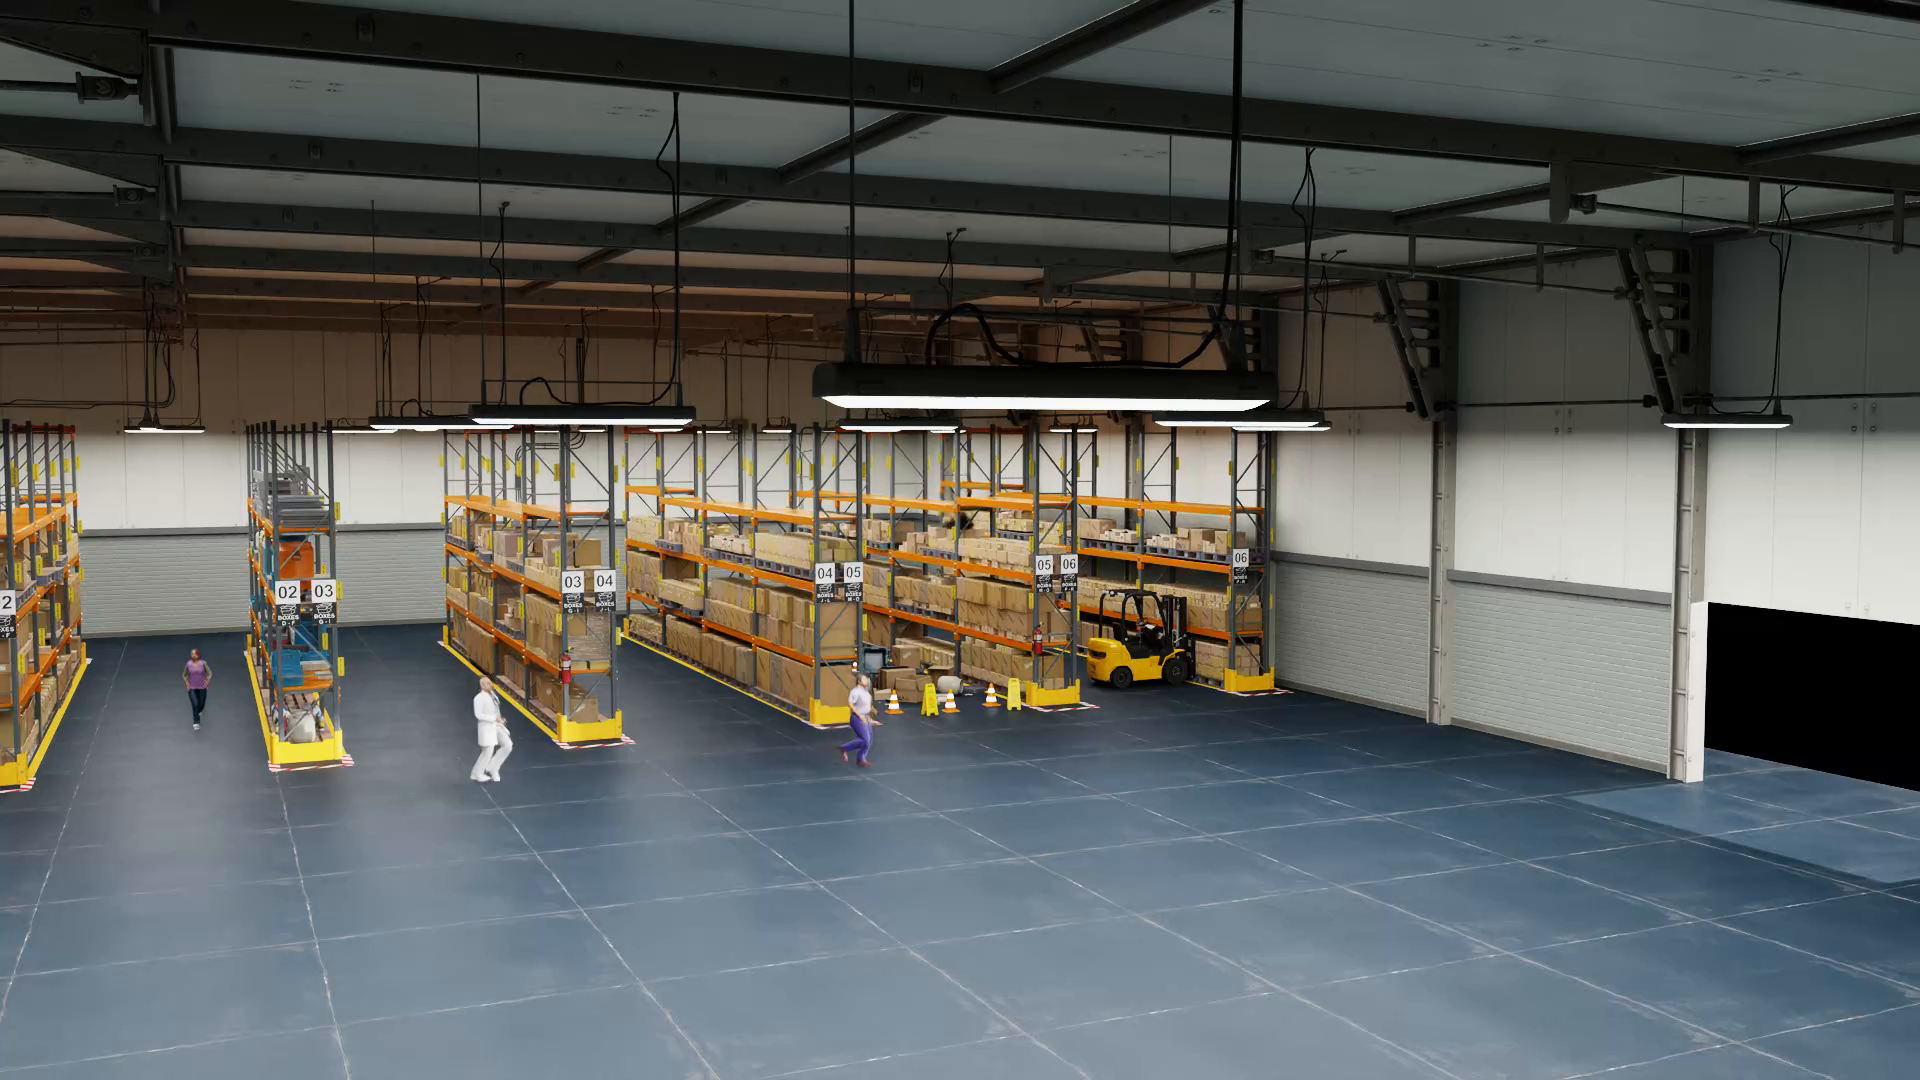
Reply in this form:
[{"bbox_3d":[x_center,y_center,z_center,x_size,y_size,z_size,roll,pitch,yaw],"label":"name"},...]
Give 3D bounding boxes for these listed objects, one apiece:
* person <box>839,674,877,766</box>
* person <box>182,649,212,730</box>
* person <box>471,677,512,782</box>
[{"bbox_3d":[-1.759,3.123,28.913,0.601,1.621,0.602,1,4,16],"label":"person"},{"bbox_3d":[-14.981,2.913,32.658,0.542,1.570,0.555,-1,4,-22],"label":"person"},{"bbox_3d":[-7.765,3.136,27.502,0.730,1.765,0.681,1,4,17],"label":"person"}]
